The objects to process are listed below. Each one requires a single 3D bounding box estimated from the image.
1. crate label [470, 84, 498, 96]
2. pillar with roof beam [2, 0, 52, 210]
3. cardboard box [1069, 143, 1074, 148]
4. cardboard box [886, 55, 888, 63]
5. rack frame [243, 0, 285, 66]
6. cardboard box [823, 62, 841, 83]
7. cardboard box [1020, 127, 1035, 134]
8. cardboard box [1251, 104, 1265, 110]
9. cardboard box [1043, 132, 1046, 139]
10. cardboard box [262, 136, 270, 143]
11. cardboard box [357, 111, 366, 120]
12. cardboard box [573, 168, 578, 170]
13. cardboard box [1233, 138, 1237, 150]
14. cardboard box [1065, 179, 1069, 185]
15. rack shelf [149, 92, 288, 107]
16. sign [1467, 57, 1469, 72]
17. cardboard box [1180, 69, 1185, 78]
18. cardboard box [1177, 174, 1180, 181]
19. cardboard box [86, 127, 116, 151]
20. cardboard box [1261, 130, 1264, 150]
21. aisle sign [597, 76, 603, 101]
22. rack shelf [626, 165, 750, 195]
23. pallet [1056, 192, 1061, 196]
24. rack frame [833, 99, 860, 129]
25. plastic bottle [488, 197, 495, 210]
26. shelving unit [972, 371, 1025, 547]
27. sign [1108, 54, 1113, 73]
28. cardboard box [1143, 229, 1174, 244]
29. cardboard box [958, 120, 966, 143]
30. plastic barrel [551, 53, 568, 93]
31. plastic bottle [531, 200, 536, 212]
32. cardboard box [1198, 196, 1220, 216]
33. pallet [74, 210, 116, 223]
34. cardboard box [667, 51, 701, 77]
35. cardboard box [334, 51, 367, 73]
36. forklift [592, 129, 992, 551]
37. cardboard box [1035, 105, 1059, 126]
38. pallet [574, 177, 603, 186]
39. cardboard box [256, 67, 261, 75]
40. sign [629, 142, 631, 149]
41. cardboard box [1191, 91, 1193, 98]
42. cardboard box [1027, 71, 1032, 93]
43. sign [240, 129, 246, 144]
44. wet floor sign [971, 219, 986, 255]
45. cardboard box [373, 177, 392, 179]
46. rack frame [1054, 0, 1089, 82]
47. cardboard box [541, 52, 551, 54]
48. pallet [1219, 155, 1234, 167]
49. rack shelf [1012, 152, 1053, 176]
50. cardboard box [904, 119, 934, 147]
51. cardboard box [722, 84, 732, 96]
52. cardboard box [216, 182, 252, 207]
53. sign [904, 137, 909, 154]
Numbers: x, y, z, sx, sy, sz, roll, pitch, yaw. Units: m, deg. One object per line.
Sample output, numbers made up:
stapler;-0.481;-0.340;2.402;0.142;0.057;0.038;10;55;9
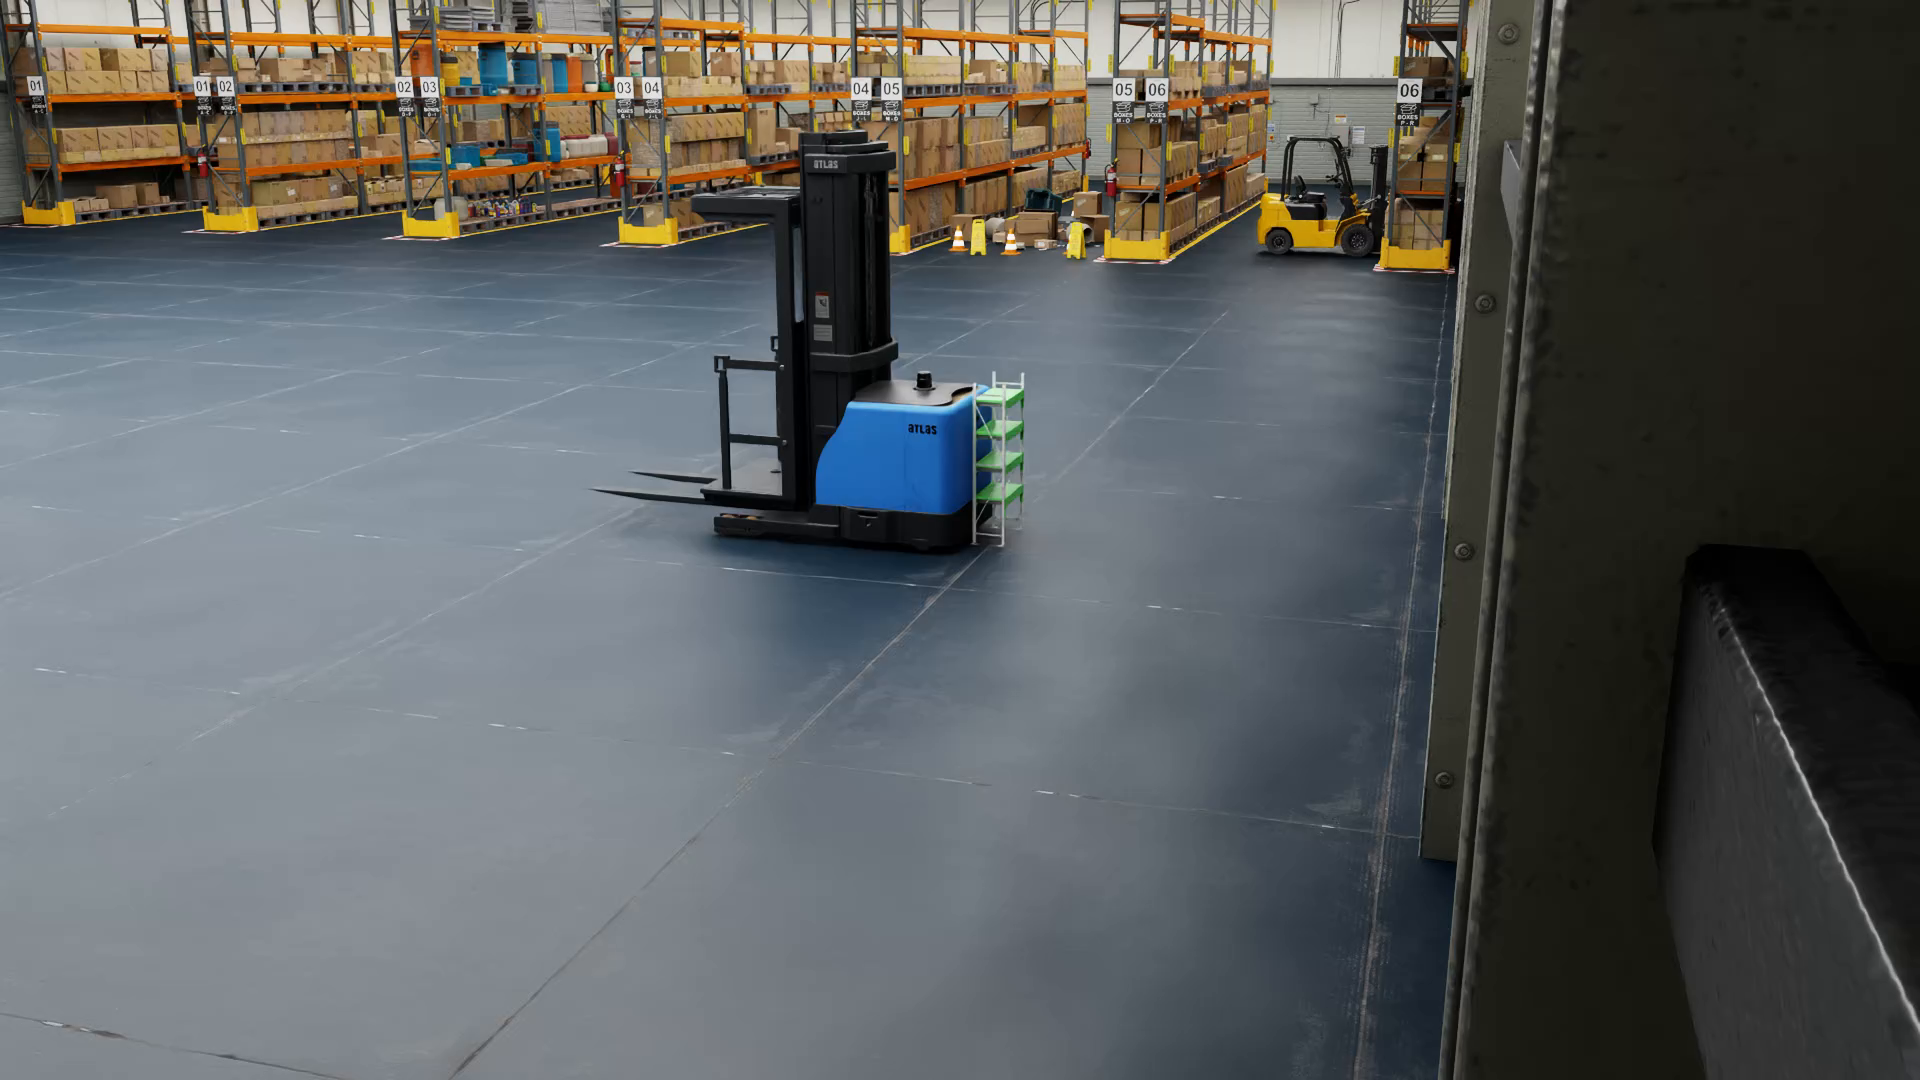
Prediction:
crate label;-10.166;-9.616;35.511;0.502;0.251;0.408;5;16;16
pillar with roof beam;-17.016;-11.351;35.859;9.100;9.000;0.400;5;16;16
cardboard box;2.869;-10.679;44.944;0.380;0.149;0.250;4;16;13
cardboard box;-1.551;-9.256;32.015;0.380;0.149;0.250;5;17;17
rack frame;-18.240;-13.528;43.533;1.000;3.000;0.127;5;16;16
cardboard box;-3.432;-11.720;41.698;0.797;0.503;0.637;4;16;15
cardboard box;1.646;-10.102;41.047;0.380;0.149;0.250;4;16;14
cardboard box;7.831;-11.403;43.832;0.380;0.149;0.250;4;16;15
cardboard box;1.947;-10.230;42.044;0.380;0.149;0.250;5;17;18
cardboard box;-15.300;-8.746;36.296;0.380;0.149;0.250;5;16;16
cardboard box;-17.145;-11.975;46.912;0.500;0.250;0.500;5;17;17
cardboard box;-11.784;-10.989;49.810;0.500;0.250;0.500;5;16;16
cardboard box;6.191;-9.267;38.864;0.500;0.250;0.500;5;16;16
cardboard box;2.708;-9.572;44.491;0.380;0.149;0.250;5;17;16
rack shelf;-18.808;-11.216;42.196;1.077;0.370;4.000;5;16;16
sign;11.939;-11.223;39.233;0.100;0.325;0.005;5;16;16
cardboard box;3.993;-8.733;31.124;0.380;0.149;0.250;5;17;17
cardboard box;4.020;-6.984;31.915;0.380;0.149;0.250;4;16;14
cardboard box;-19.786;-9.212;38.174;0.500;0.500;0.500;4;16;14
cardboard box;7.742;-10.585;43.969;0.500;0.500;0.500;4;16;15
aisle sign;-10.903;-13.596;50.004;0.394;0.787;0.004;5;16;16
rack shelf;-5.697;-7.574;34.853;1.077;0.370;4.000;5;16;16
pallet;2.028;-8.962;43.539;1.003;0.211;1.213;5;16;16
rack frame;-2.856;-10.536;43.978;1.000;3.000;0.127;5;16;16
plastic bottle;-10.559;-7.536;37.450;0.144;0.351;0.185;4;16;14
shelving unit;0.285;-0.599;12.242;0.258;1.200;0.503;5;17;17
sign;2.709;-8.545;29.840;0.100;0.325;0.005;5;16;16
cardboard box;3.730;-5.697;31.187;0.500;0.250;0.500;4;16;15
cardboard box;-0.267;-8.691;35.459;0.700;0.500;0.500;4;16;15
plastic barrel;-9.570;-11.003;39.211;0.600;0.901;0.708;5;16;16
plastic bottle;-9.698;-7.581;37.730;0.061;0.283;0.133;5;17;19
cardboard box;5.339;-7.512;37.362;0.950;0.372;0.625;3;16;12
pallet;-20.227;-7.437;38.163;1.003;0.211;1.213;5;16;16
cardboard box;-5.585;-9.639;33.673;0.500;0.500;0.500;5;16;16
cardboard box;-14.413;-11.304;39.321;0.500;0.500;0.500;5;17;17
forklift;-1.321;-1.548;12.416;3.031;2.935;1.130;5;17;18
cardboard box;2.233;-10.896;42.688;0.500;0.500;0.500;5;17;17
pallet;-11.463;-10.781;49.954;1.003;0.211;1.213;5;16;16
cardboard box;-15.530;-10.302;36.795;0.500;0.311;0.500;7;17;22
sign;-8.212;-9.911;41.477;0.100;0.325;0.005;5;16;16
cardboard box;4.369;-8.763;32.689;0.380;0.149;0.250;5;17;16
cardboard box;1.424;-10.961;39.796;0.500;0.500;0.500;5;16;16
sign;-15.232;-8.576;35.335;0.100;0.325;0.005;5;16;16
wet floor sign;0.351;-5.692;31.214;0.267;0.644;0.232;2;16;6
cardboard box;-14.353;-8.888;41.408;0.500;0.311;0.500;4;16;15
rack frame;3.008;-14.058;45.400;1.000;3.000;0.127;5;16;16
cardboard box;-11.973;-13.527;47.012;0.700;0.500;0.500;5;16;16
pallet;5.409;-8.434;36.919;1.213;0.211;1.003;5;16;16
rack shelf;1.303;-9.256;40.782;1.077;0.370;4.000;5;16;16
cardboard box;-1.013;-8.107;33.161;0.875;0.550;0.500;5;16;16
cardboard box;-5.167;-9.539;35.240;0.500;0.250;0.500;5;17;17
cardboard box;-15.895;-7.569;36.413;0.500;0.500;0.500;5;16;16
sign;-1.009;-7.395;31.174;0.100;0.325;0.005;5;16;16
